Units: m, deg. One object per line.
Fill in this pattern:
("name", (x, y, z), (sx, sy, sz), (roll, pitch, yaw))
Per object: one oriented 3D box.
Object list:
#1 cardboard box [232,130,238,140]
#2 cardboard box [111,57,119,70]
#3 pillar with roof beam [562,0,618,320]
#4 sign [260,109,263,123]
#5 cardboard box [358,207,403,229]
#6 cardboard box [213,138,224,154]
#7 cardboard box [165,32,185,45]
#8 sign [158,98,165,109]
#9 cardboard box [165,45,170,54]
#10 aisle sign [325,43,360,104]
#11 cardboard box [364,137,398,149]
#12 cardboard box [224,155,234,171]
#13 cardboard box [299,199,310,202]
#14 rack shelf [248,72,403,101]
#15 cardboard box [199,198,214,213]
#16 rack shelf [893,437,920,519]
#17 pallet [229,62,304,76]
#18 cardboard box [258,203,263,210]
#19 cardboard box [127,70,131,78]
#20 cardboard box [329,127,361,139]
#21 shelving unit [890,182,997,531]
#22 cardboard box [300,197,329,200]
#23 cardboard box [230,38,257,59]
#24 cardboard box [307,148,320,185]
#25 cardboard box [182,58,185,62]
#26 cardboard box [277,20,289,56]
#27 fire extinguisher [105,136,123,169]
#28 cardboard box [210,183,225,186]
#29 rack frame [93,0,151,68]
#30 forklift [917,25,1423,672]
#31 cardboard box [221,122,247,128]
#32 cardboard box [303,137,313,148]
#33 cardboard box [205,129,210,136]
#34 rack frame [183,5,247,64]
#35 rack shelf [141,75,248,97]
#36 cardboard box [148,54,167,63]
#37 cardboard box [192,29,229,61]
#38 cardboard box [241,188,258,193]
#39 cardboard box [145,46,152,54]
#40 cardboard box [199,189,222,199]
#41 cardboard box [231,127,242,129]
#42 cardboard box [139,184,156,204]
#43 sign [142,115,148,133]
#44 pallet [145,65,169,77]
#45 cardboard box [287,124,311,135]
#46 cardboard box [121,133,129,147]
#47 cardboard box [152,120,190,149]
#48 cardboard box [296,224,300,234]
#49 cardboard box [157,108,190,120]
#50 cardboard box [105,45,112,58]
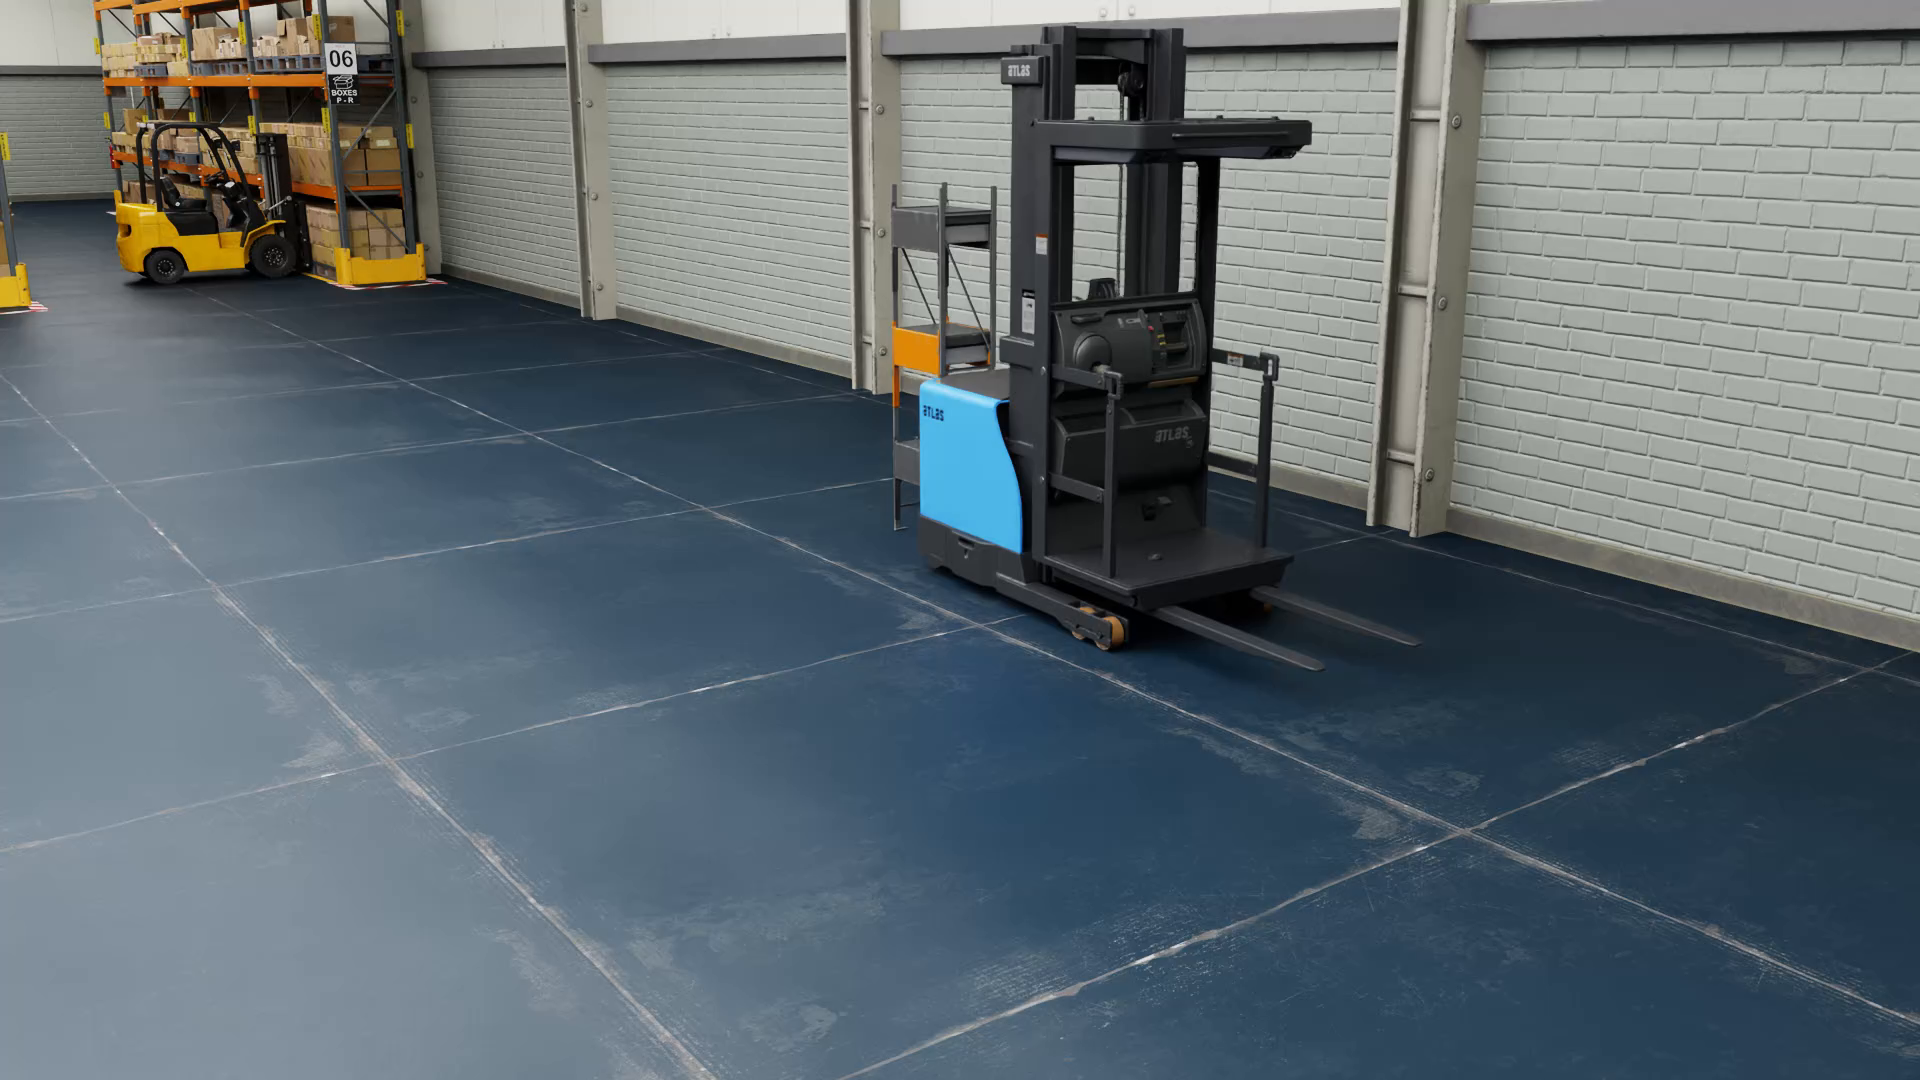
("cardboard box", (-11.626, -6.603, 27.103), (0.380, 0.149, 0.250), (-11, 19, -34))
("cardboard box", (-16.880, -9.662, 33.735), (0.500, 0.250, 0.500), (-12, 19, -36))
("pillar with roof beam", (-7.753, -6.314, 16.100), (9.100, 9.000, 0.400), (-11, 19, -35))
("sign", (-12.375, -7.435, 29.366), (0.100, 0.325, 0.005), (-11, 19, -35))
("cardboard box", (-8.248, -4.572, 23.618), (0.500, 0.250, 0.500), (-11, 19, -35))
("cardboard box", (-12.172, -6.604, 27.861), (0.500, 0.250, 0.500), (-11, 19, -36))
("cardboard box", (-14.756, -9.458, 31.410), (0.396, 0.266, 0.258), (-11, 19, -35))
("sign", (-17.065, -9.291, 35.548), (0.100, 0.325, 0.005), (-11, 19, -35))
("cardboard box", (-14.026, -8.805, 29.846), (0.380, 0.149, 0.250), (-11, 19, -34))
("aisle sign", (-8.317, -6.276, 22.399), (0.394, 0.787, 0.004), (-11, 19, -35))
("cardboard box", (-8.108, -5.555, 23.273), (0.380, 0.149, 0.250), (-11, 19, -36))
("cardboard box", (-11.855, -6.257, 27.538), (0.500, 0.250, 0.500), (-10, 18, -33))
("cardboard box", (-10.147, -5.031, 25.296), (0.500, 0.250, 0.500), (-11, 19, -34))
("rack shelf", (-9.294, -6.608, 24.219), (1.077, 0.370, 4.000), (-11, 19, -35))
("cardboard box", (-13.244, -5.844, 29.684), (0.500, 0.500, 0.500), (-10, 18, -33))
("rack shelf", (-0.097, -0.360, 10.116), (0.431, 0.518, 0.480), (-11, 19, -35))
("pallet", (-10.999, -7.476, 26.391), (0.805, 0.209, 1.217), (-12, 19, -37))
("cardboard box", (-10.786, -5.102, 26.739), (0.875, 0.625, 0.625), (-10, 18, -32))
("cardboard box", (-16.344, -9.280, 33.092), (0.380, 0.149, 0.250), (-11, 19, -34))
("cardboard box", (-8.499, -5.630, 22.982), (0.380, 0.149, 0.250), (-11, 19, -34))
("shelving unit", (-0.097, -1.048, 9.928), (0.431, 2.100, 0.503), (-11, 19, -35))
("cardboard box", (-10.024, -5.219, 25.982), (0.500, 0.250, 0.500), (-10, 18, -33))
("cardboard box", (-11.093, -7.707, 26.054), (0.500, 0.311, 0.500), (-12, 19, -36))
("cardboard box", (-8.917, -5.306, 23.592), (0.500, 0.500, 0.500), (-10, 18, -33))
("cardboard box", (-13.496, -8.513, 29.346), (0.380, 0.149, 0.250), (-10, 18, -33))
("cardboard box", (-9.410, -7.251, 24.023), (0.797, 0.503, 0.637), (-10, 18, -33))
("fire extinguisher", (-17.986, -8.241, 35.355), (0.296, 0.674, 0.183), (-11, 19, -35))
("cardboard box", (-13.929, -6.650, 31.402), (0.380, 0.149, 0.250), (-11, 19, -34))
("rack frame", (-17.526, -11.392, 34.651), (1.000, 3.000, 0.127), (-11, 19, -35))
("forklift", (0.988, -1.018, 8.242), (1.130, 2.935, 3.031), (-10, 18, -32))
("cardboard box", (-12.998, -7.175, 29.623), (0.500, 0.500, 0.500), (-10, 18, -32))
("cardboard box", (-9.158, -5.692, 23.774), (0.380, 0.149, 0.250), (-12, 19, -36))
("cardboard box", (-12.715, -6.980, 28.479), (0.380, 0.149, 0.250), (-10, 18, -33))
("rack frame", (-12.822, -9.683, 28.410), (1.000, 3.000, 0.127), (-11, 19, -35))
("rack shelf", (-13.998, -8.317, 30.461), (1.077, 0.370, 4.000), (-11, 19, -35))
("cardboard box", (-14.717, -8.877, 30.636), (0.380, 0.149, 0.250), (-11, 19, -35))
("cardboard box", (-12.593, -8.343, 28.020), (0.500, 0.500, 0.500), (-11, 19, -34))
("cardboard box", (-12.877, -6.259, 29.974), (0.380, 0.149, 0.250), (-10, 18, -32))
("cardboard box", (-14.851, -9.074, 30.794), (0.380, 0.149, 0.250), (-11, 19, -35))
("cardboard box", (-13.317, -6.166, 29.632), (0.380, 0.149, 0.250), (-12, 19, -37))
("cardboard box", (-12.467, -7.113, 28.964), (0.380, 0.149, 0.250), (-10, 18, -33))
("cardboard box", (-16.161, -6.939, 33.688), (0.700, 0.500, 0.500), (-12, 19, -37))
("sign", (-15.608, -7.976, 31.894), (0.100, 0.325, 0.005), (-11, 19, -35))
("pallet", (-14.235, -8.629, 30.595), (1.213, 0.211, 1.003), (-11, 19, -35))
("cardboard box", (-9.701, -6.063, 24.566), (0.380, 0.149, 0.250), (-11, 19, -35))
("cardboard box", (-16.880, -8.215, 34.130), (0.500, 0.250, 0.500), (-11, 19, -36))
("cardboard box", (-14.766, -7.646, 31.345), (0.700, 0.500, 0.500), (-11, 19, -34))
("cardboard box", (-9.555, -4.577, 24.585), (0.500, 0.250, 0.500), (-11, 19, -35))
("cardboard box", (-15.834, -8.436, 33.516), (0.500, 0.500, 0.500), (-11, 19, -36))
("cardboard box", (-17.184, -10.012, 34.065), (0.500, 0.250, 0.500), (-11, 19, -35))
